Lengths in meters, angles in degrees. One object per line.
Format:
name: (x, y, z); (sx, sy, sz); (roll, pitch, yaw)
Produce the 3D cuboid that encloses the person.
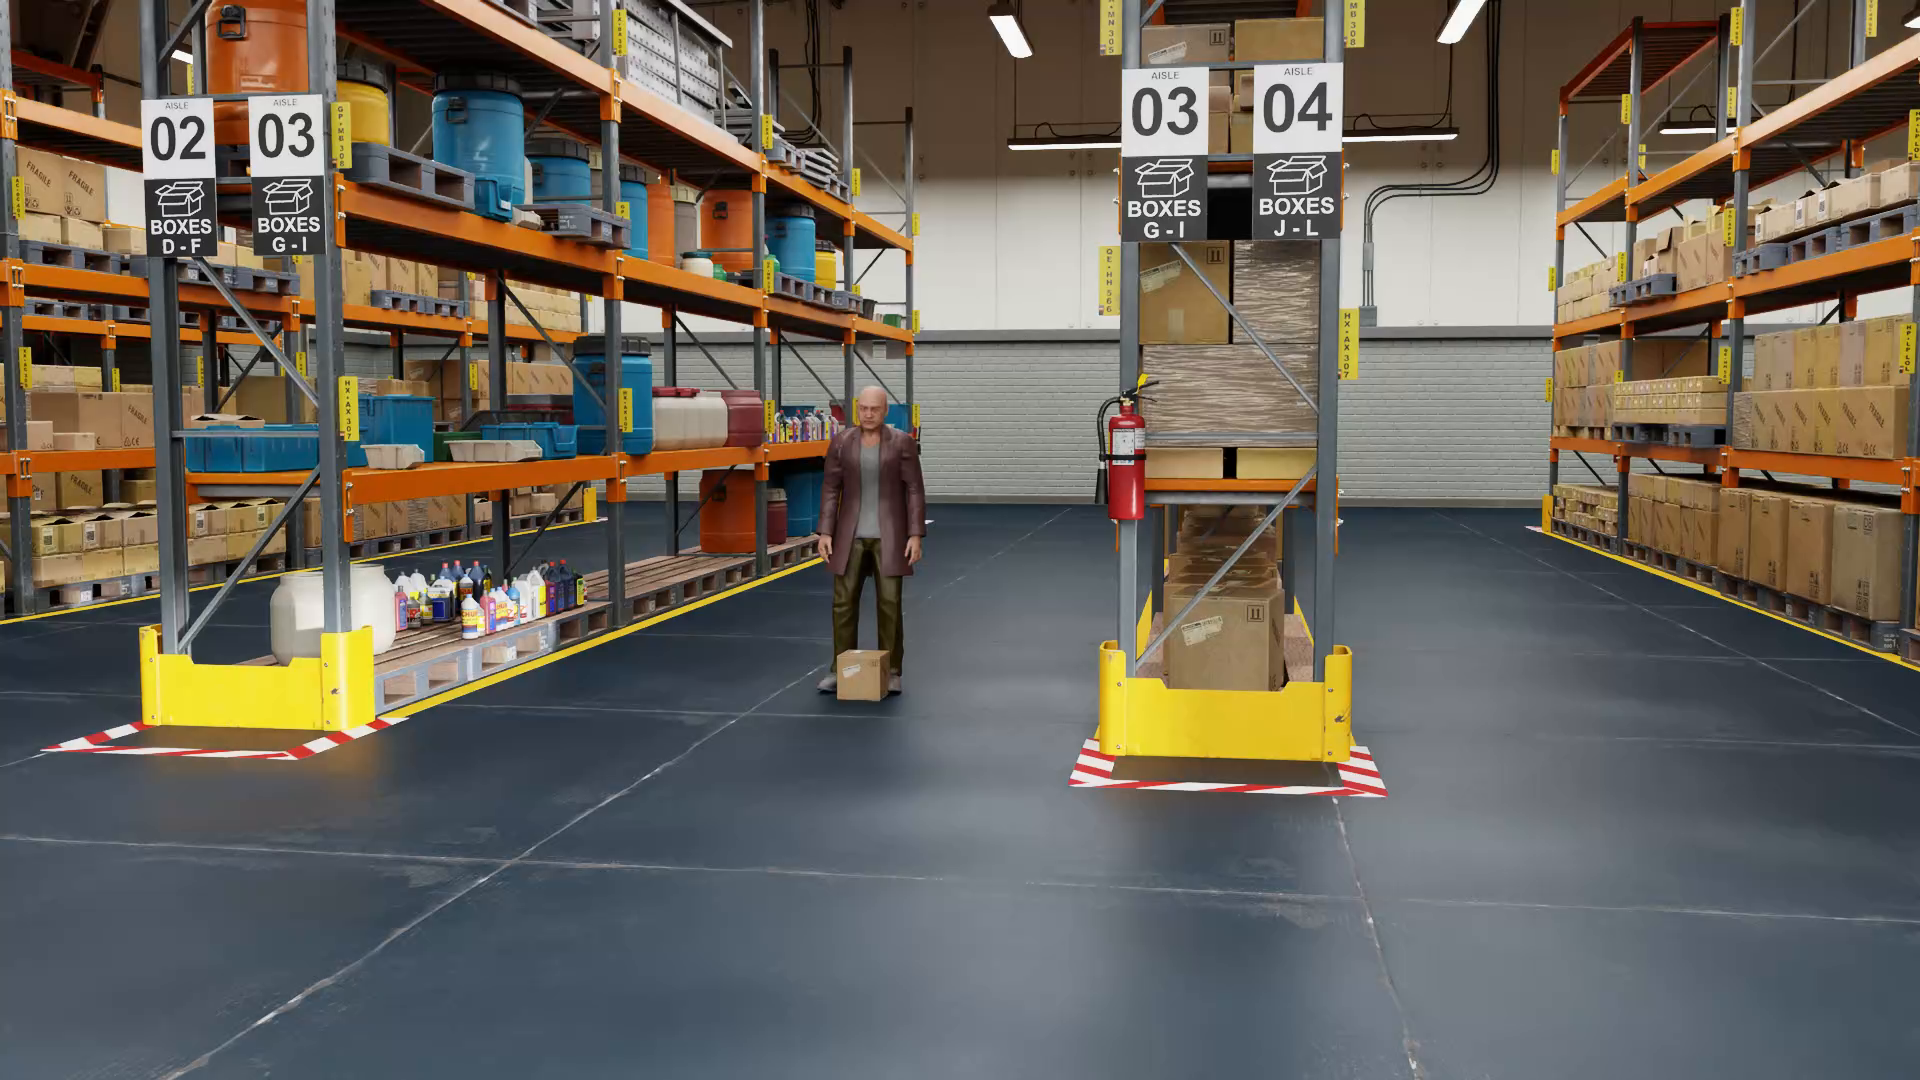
person: (-0.518, -0.008, 9.688); (0.650, 1.774, 0.418); (1, 4, 8)
